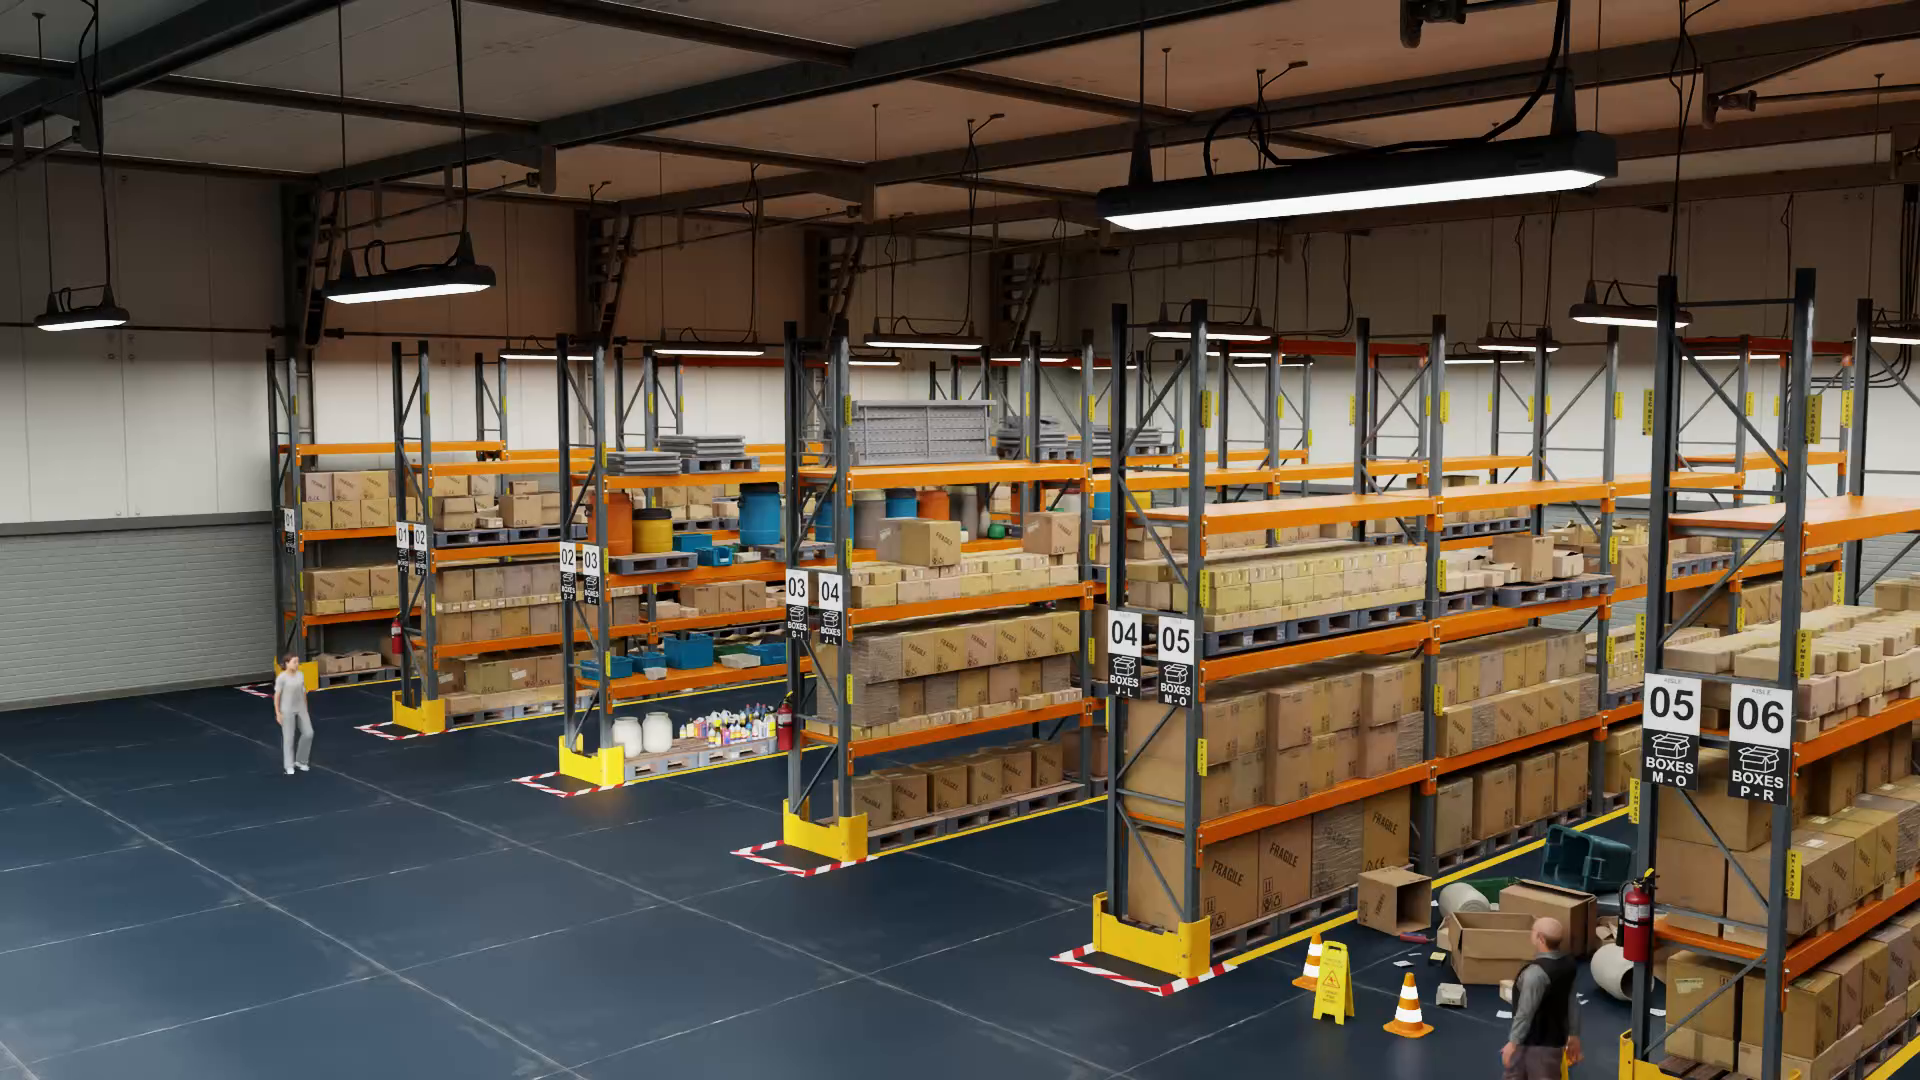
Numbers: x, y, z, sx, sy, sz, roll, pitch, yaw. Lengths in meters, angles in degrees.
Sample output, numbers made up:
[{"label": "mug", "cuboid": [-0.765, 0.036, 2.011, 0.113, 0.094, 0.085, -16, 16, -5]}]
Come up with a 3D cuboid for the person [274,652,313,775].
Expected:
[{"label": "person", "cuboid": [-9.158, 2.391, 22.831, 0.362, 1.724, 0.516, 4, 6, 37]}]

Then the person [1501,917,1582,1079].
[{"label": "person", "cuboid": [3.902, 3.406, 11.138, 0.982, 1.613, 0.503, 2, 5, 25]}]
